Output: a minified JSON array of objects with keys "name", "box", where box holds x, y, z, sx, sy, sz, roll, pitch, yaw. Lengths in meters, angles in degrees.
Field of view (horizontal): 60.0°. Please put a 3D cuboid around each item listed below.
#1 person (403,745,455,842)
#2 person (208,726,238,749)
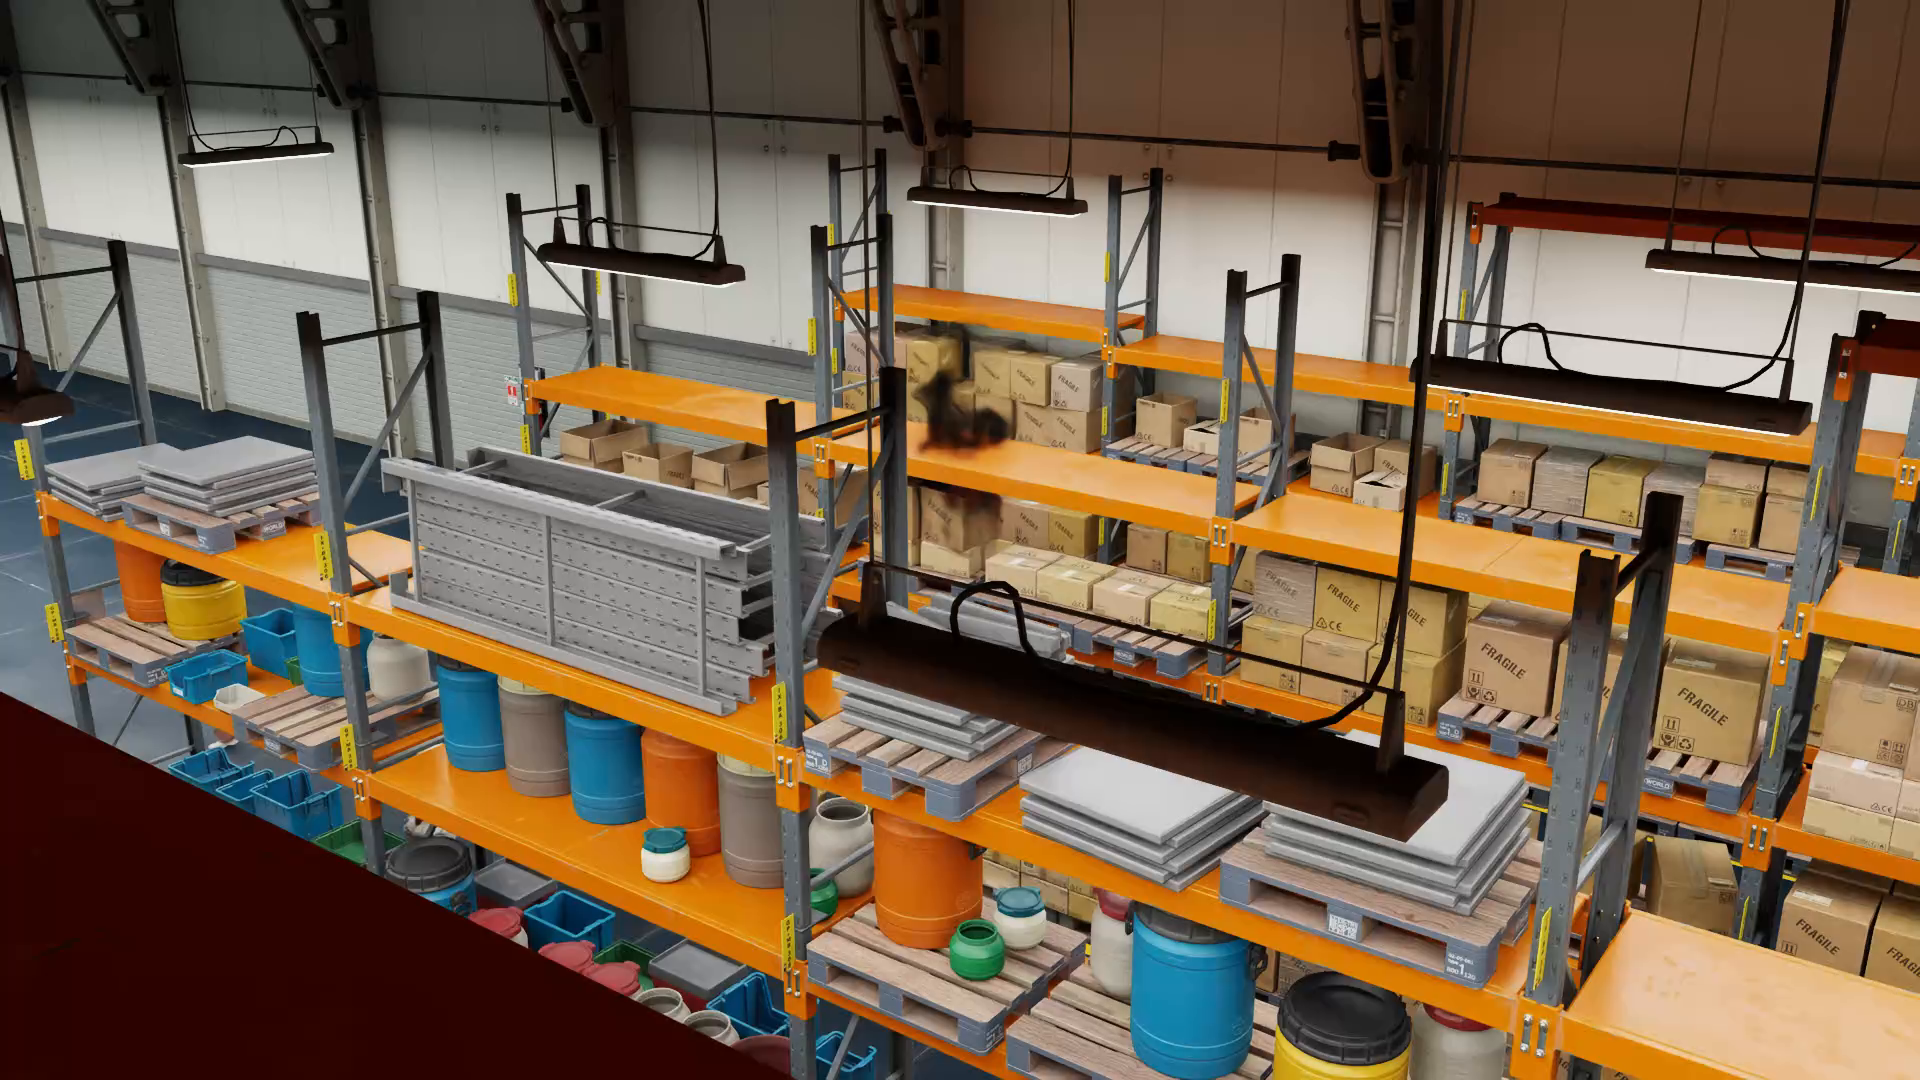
[{"name":"person","box":[-4.654,2.544,14.646,0.824,1.823,0.664,11,21,29]},{"name":"person","box":[-7.976,1.489,18.144,0.623,1.621,0.572,-10,21,-27]}]
